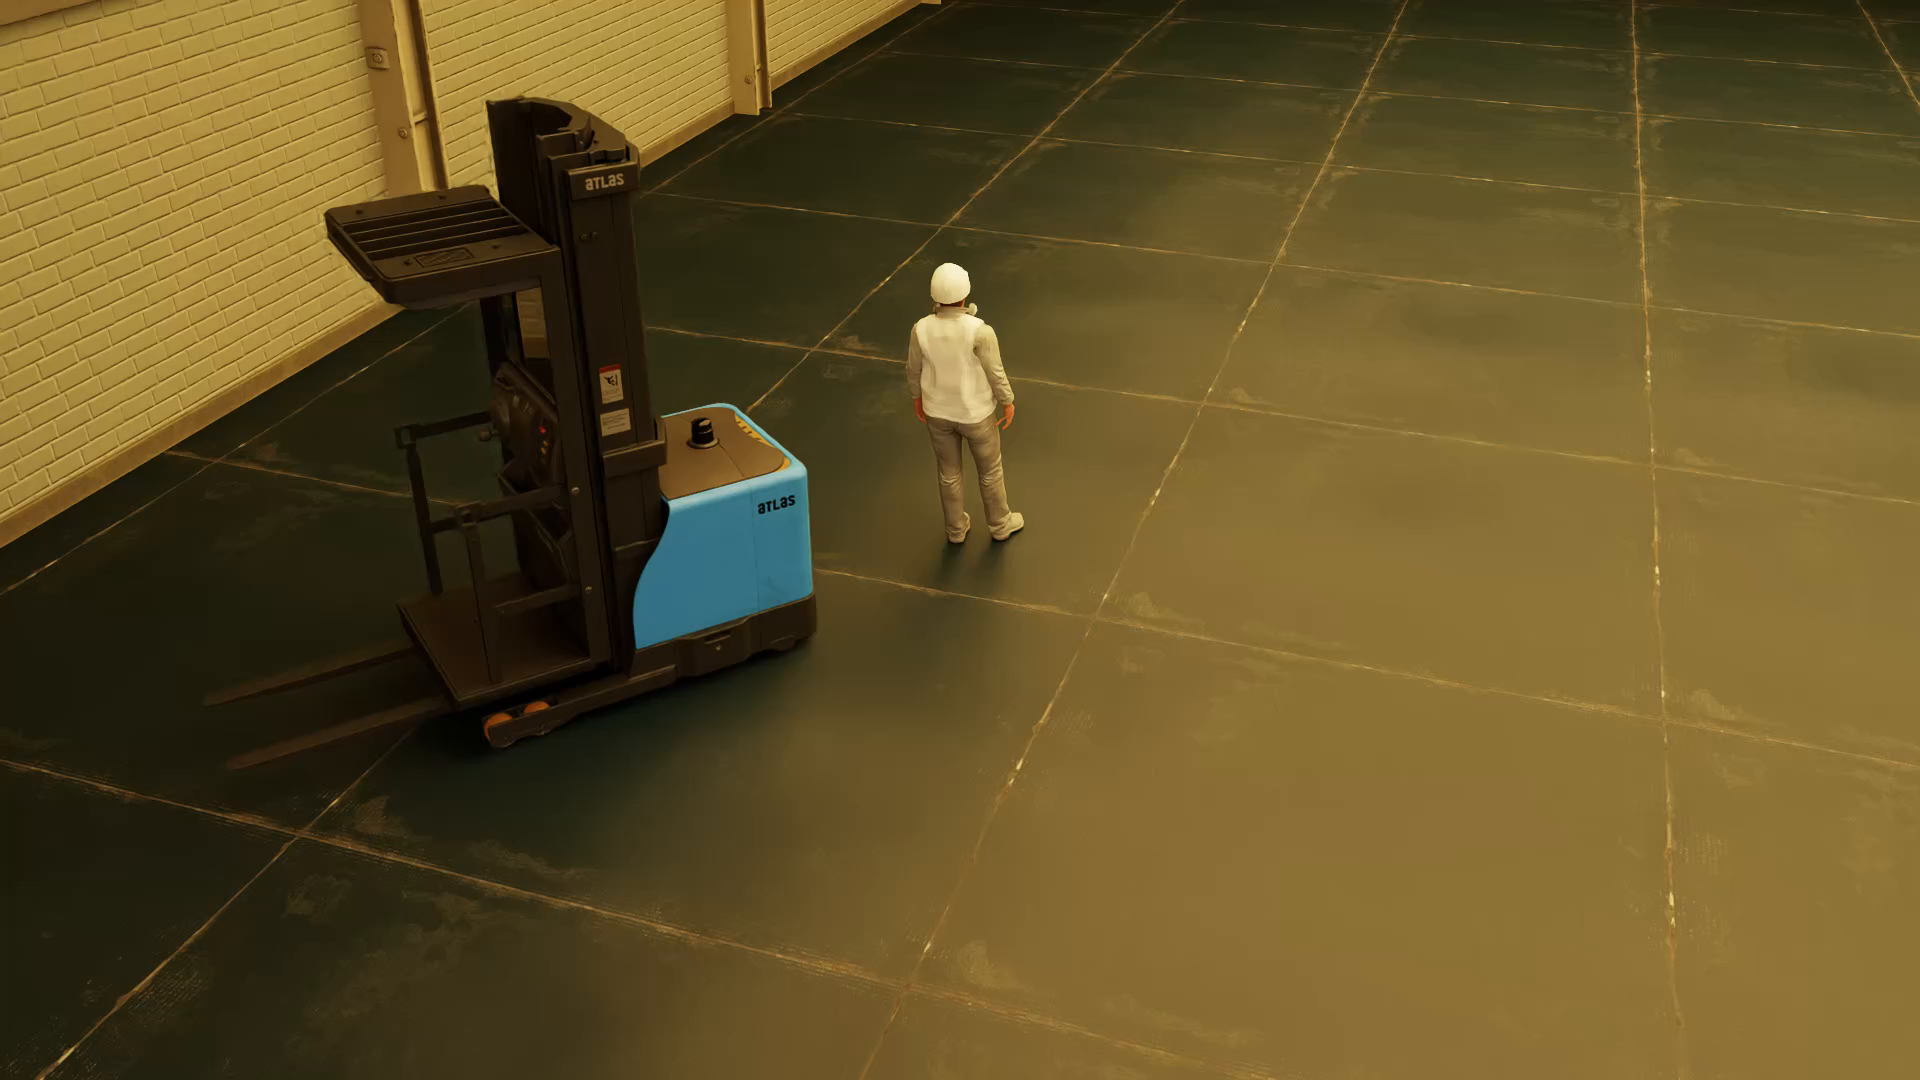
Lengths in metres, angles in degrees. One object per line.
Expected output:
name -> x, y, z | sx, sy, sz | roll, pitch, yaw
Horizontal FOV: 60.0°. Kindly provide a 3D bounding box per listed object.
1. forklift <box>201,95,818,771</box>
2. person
forklift -> -2.304, -0.539, 8.083 | 3.031, 2.935, 1.130 | -17, 34, -27
person -> 0.027, -0.805, 9.703 | 0.634, 1.775, 0.566 | 10, 31, 16
